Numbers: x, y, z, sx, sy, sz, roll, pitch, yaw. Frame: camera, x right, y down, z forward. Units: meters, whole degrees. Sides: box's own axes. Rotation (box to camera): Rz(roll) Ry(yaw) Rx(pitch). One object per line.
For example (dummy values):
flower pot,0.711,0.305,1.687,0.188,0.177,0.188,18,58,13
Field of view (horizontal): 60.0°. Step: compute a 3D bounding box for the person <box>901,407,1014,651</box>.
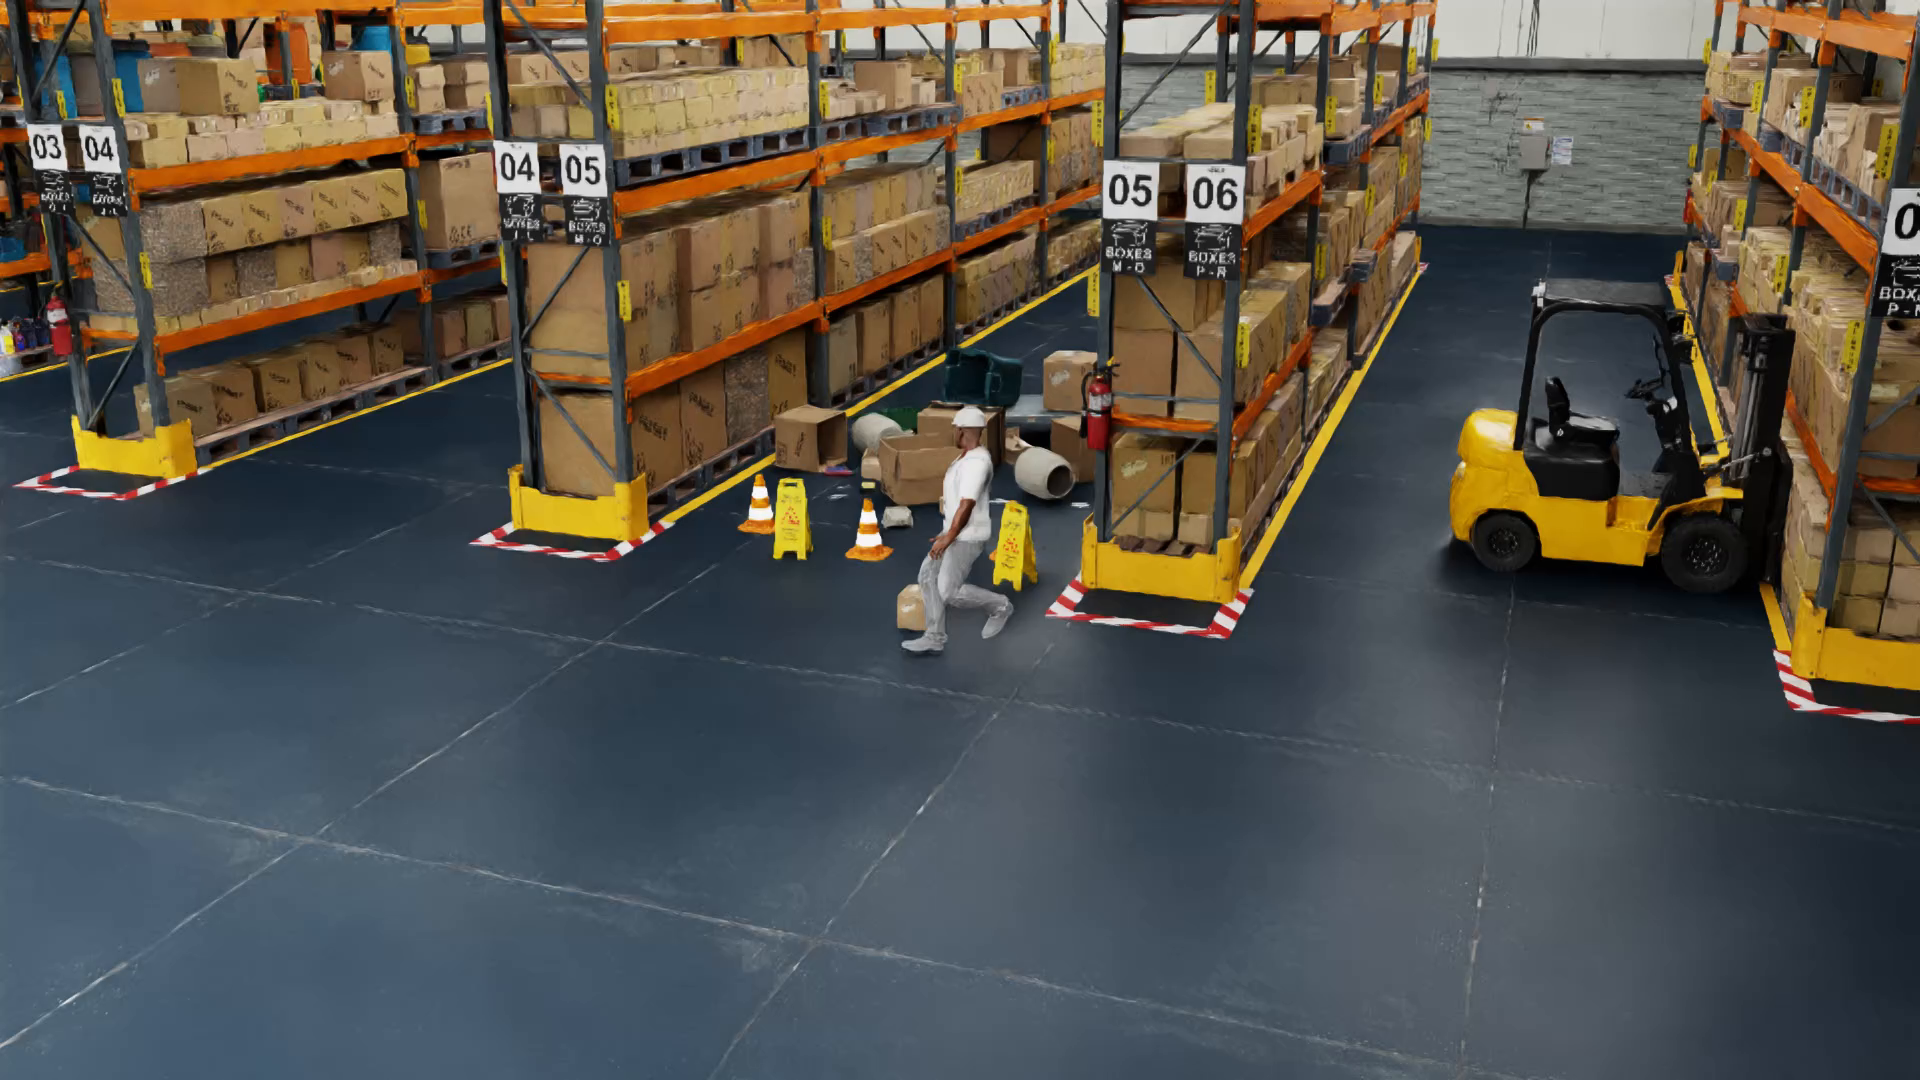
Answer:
person,-0.025,-0.069,11.374,0.799,1.686,0.582,-2,19,-6
